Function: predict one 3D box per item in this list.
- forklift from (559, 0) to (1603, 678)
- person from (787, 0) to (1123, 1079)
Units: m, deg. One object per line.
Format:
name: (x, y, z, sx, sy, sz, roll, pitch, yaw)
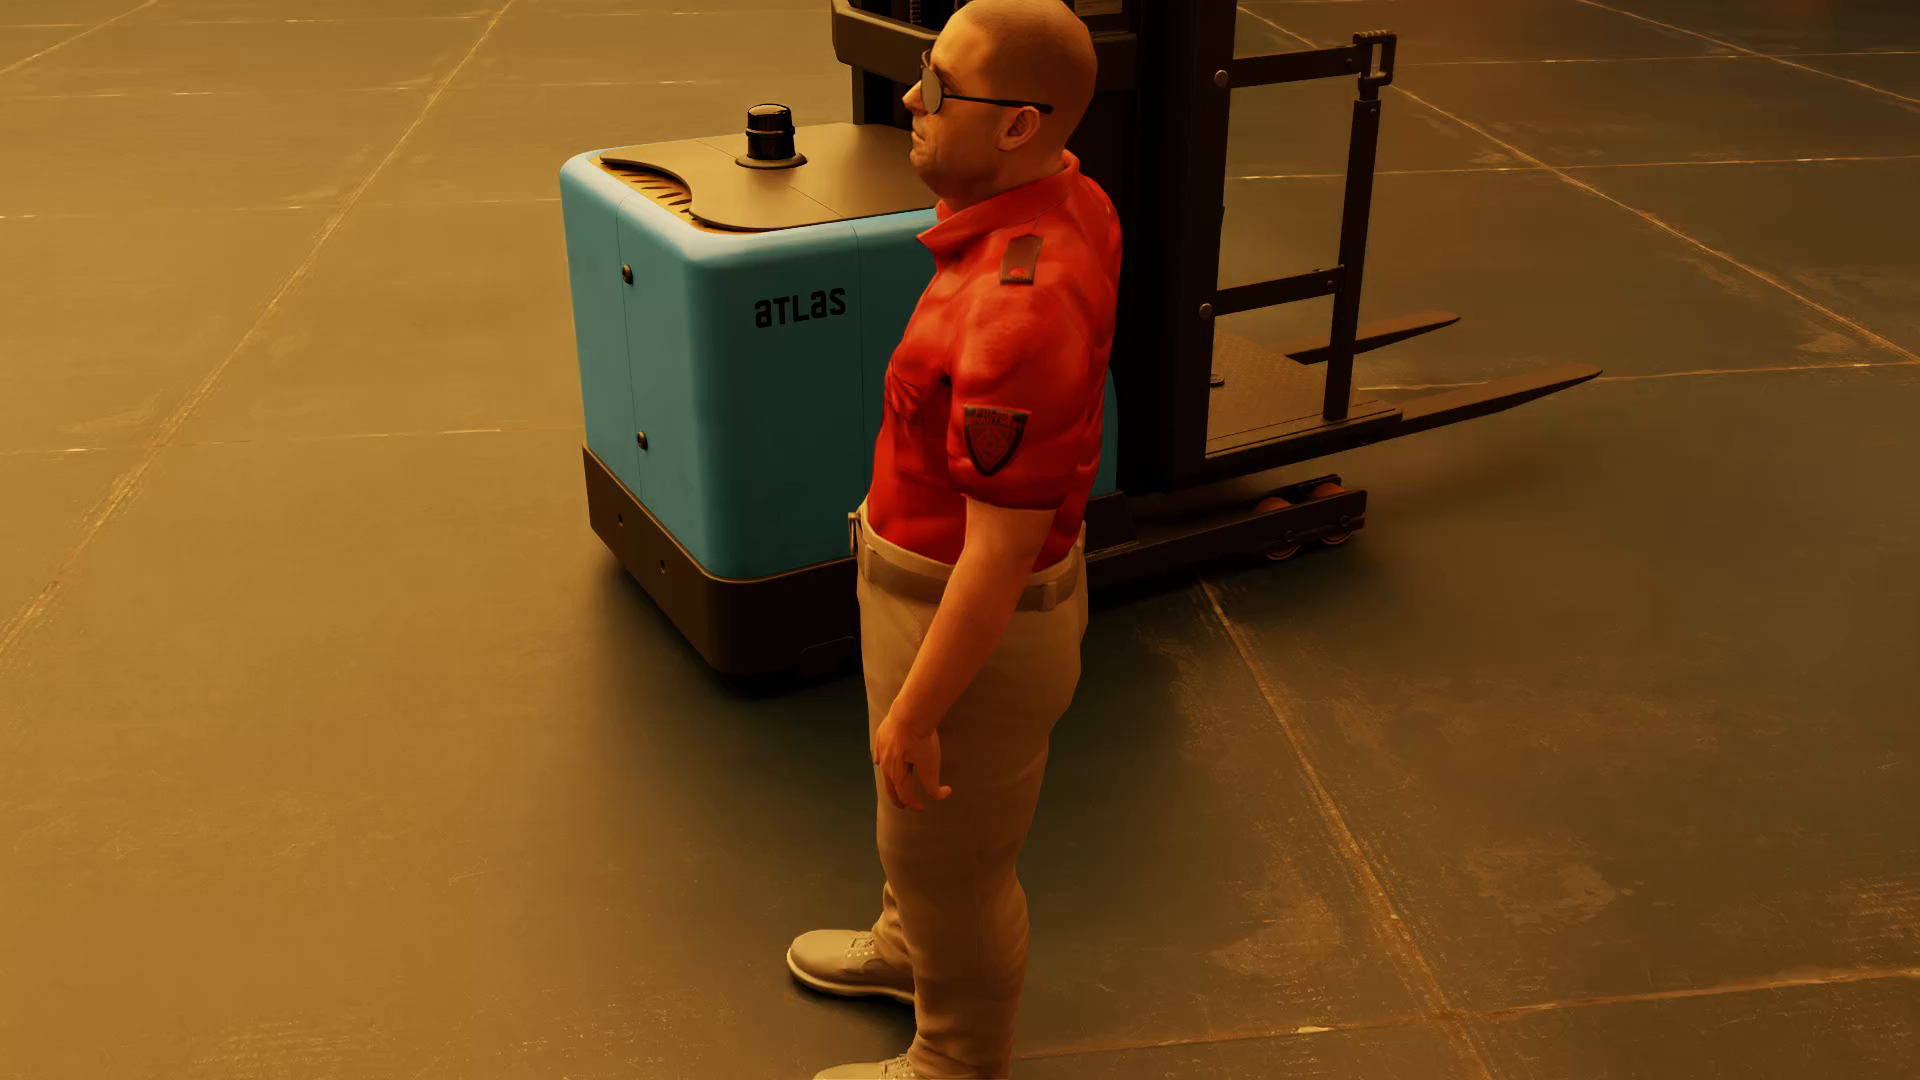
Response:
forklift: (0.529, -1.451, 4.240, 3.031, 2.935, 1.130, -14, 29, -26)
person: (-0.072, 0.116, 2.357, 0.550, 1.728, 0.641, 3, 26, 7)
